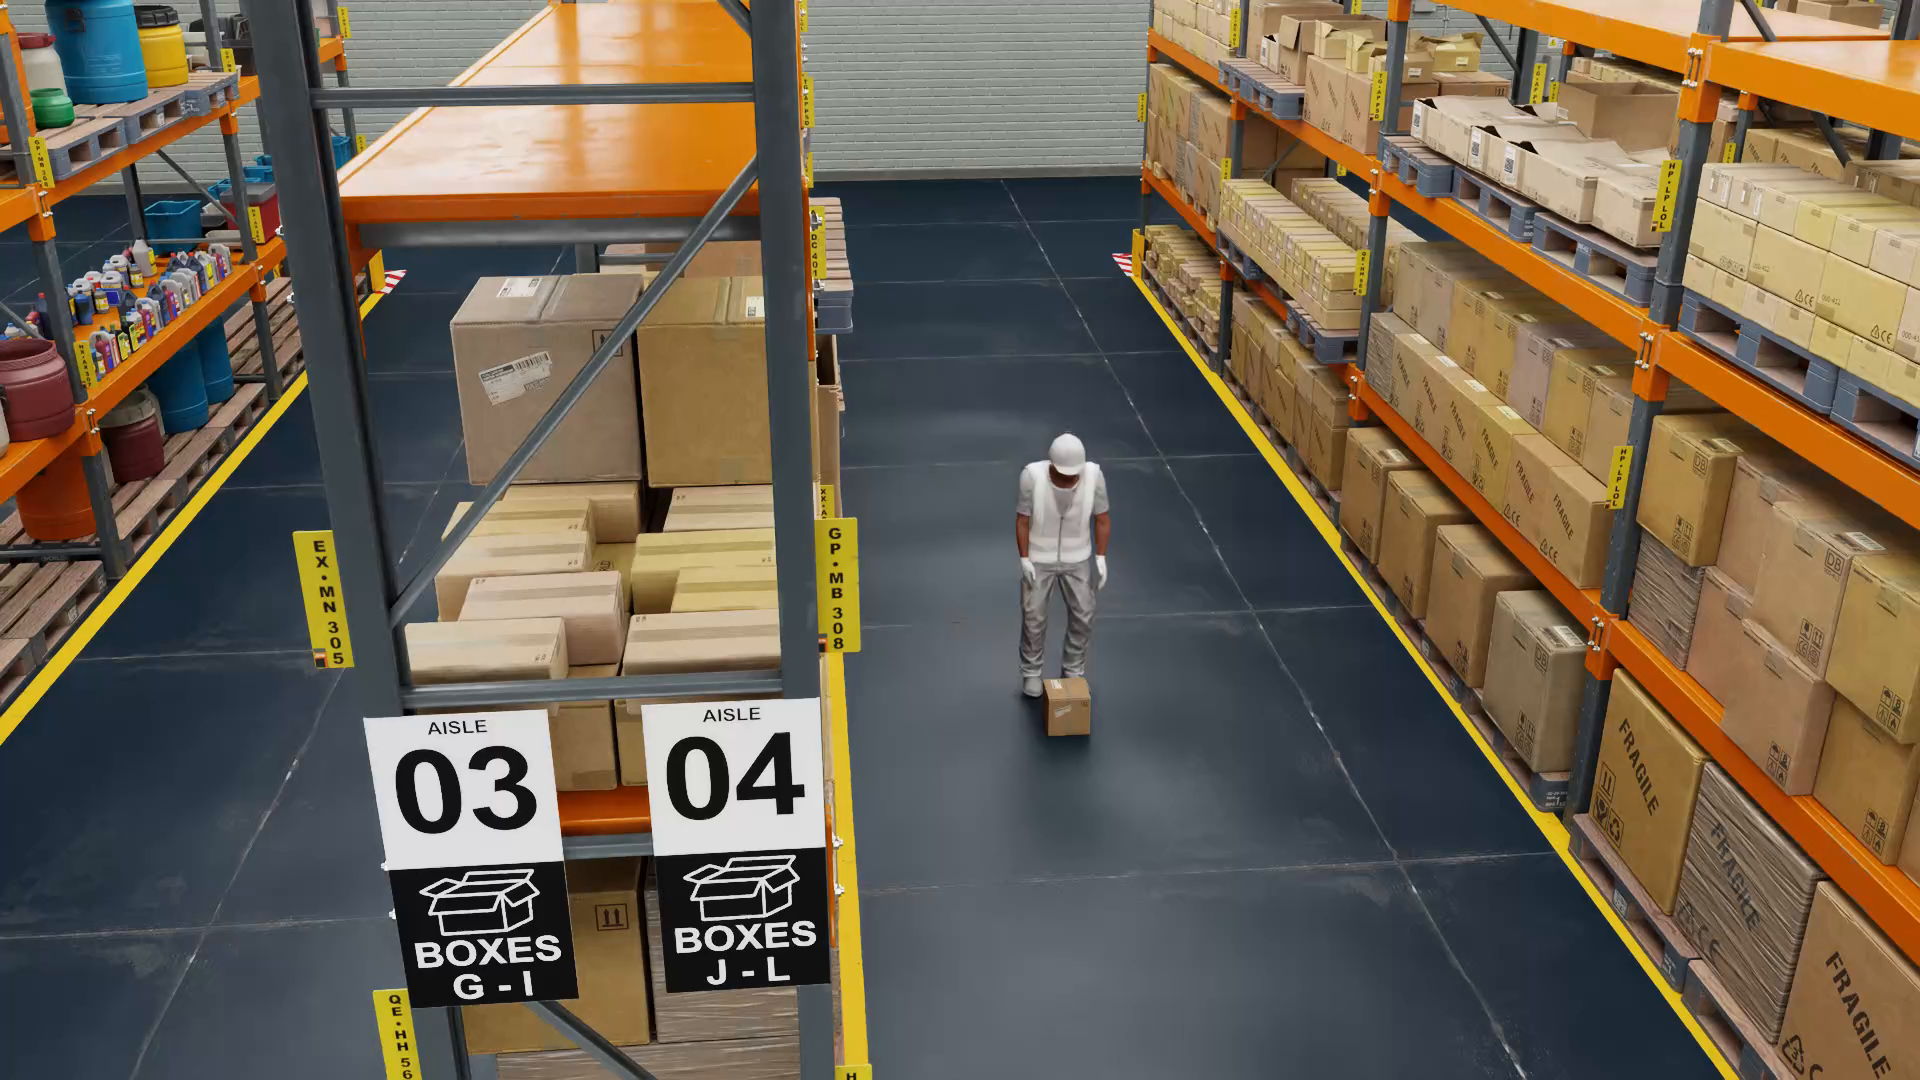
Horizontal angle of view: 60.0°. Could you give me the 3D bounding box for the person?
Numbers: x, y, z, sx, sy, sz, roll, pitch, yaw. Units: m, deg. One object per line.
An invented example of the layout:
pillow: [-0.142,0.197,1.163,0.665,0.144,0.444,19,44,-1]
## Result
person: [0.619,0.140,10.080,0.580,1.709,0.497,-2,24,-4]
